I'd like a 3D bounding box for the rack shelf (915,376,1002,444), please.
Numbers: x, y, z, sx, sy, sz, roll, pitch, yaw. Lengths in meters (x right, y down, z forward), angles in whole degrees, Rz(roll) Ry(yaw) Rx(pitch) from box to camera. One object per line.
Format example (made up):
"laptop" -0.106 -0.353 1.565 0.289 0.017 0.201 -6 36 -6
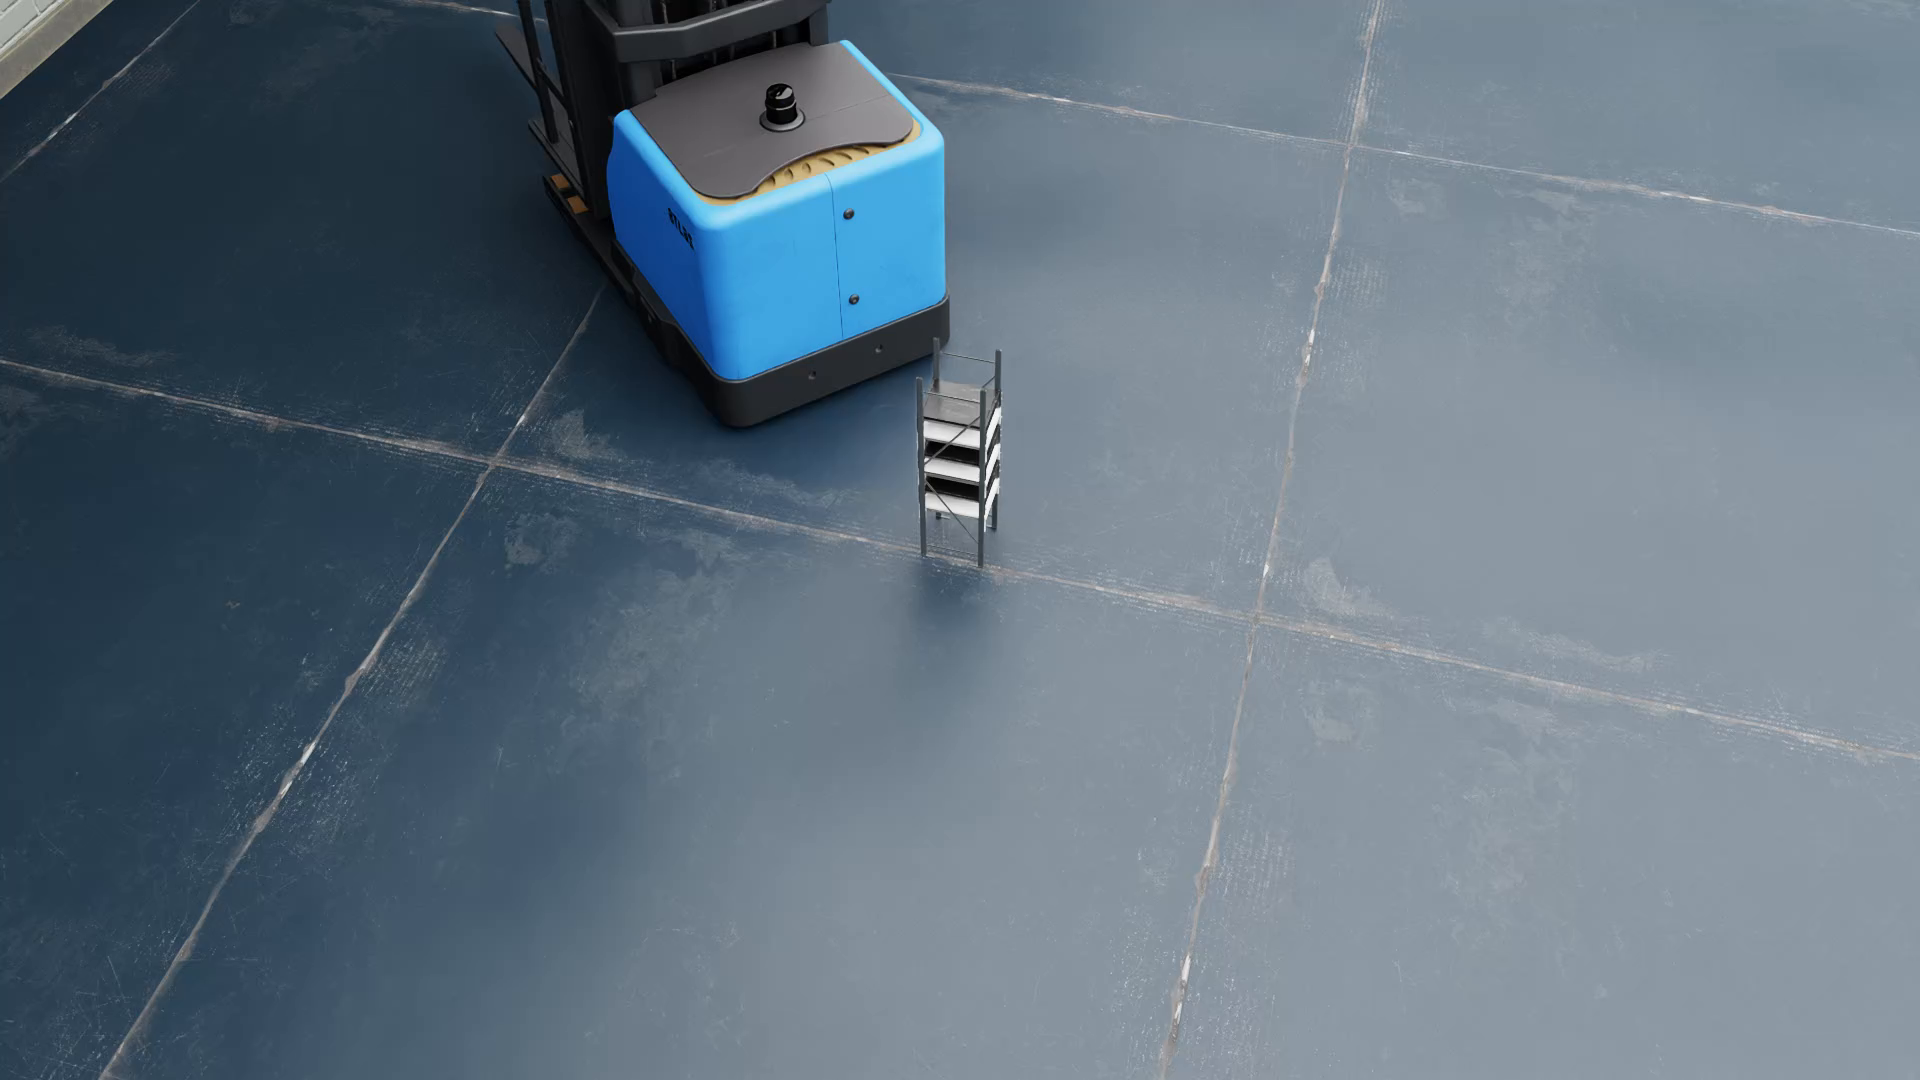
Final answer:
"rack shelf" -0.002 -0.449 5.730 0.258 0.077 0.200 12 50 10

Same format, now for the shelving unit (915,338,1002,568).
"shelving unit" -0.002 -0.292 5.907 0.258 0.900 0.210 12 50 10

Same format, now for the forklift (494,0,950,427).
"forklift" -1.230 -2.512 6.513 1.130 2.935 3.031 -24 53 -20

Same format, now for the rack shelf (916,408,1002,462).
"rack shelf" -0.002 -0.389 5.797 0.258 0.077 0.200 12 50 10

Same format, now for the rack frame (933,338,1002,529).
"rack frame" 0.025 -0.365 5.972 0.240 0.900 0.006 12 50 10

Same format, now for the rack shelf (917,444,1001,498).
"rack shelf" -0.002 -0.270 5.932 0.258 0.077 0.200 12 50 10

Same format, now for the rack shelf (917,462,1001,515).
"rack shelf" -0.002 -0.210 6.000 0.258 0.077 0.200 12 50 10

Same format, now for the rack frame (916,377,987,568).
"rack frame" -0.029 -0.218 5.843 0.240 0.900 0.006 12 50 10

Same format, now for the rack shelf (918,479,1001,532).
"rack shelf" -0.002 -0.151 6.067 0.258 0.077 0.200 12 50 10

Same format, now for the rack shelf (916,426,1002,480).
"rack shelf" -0.002 -0.329 5.865 0.258 0.077 0.200 12 50 10
